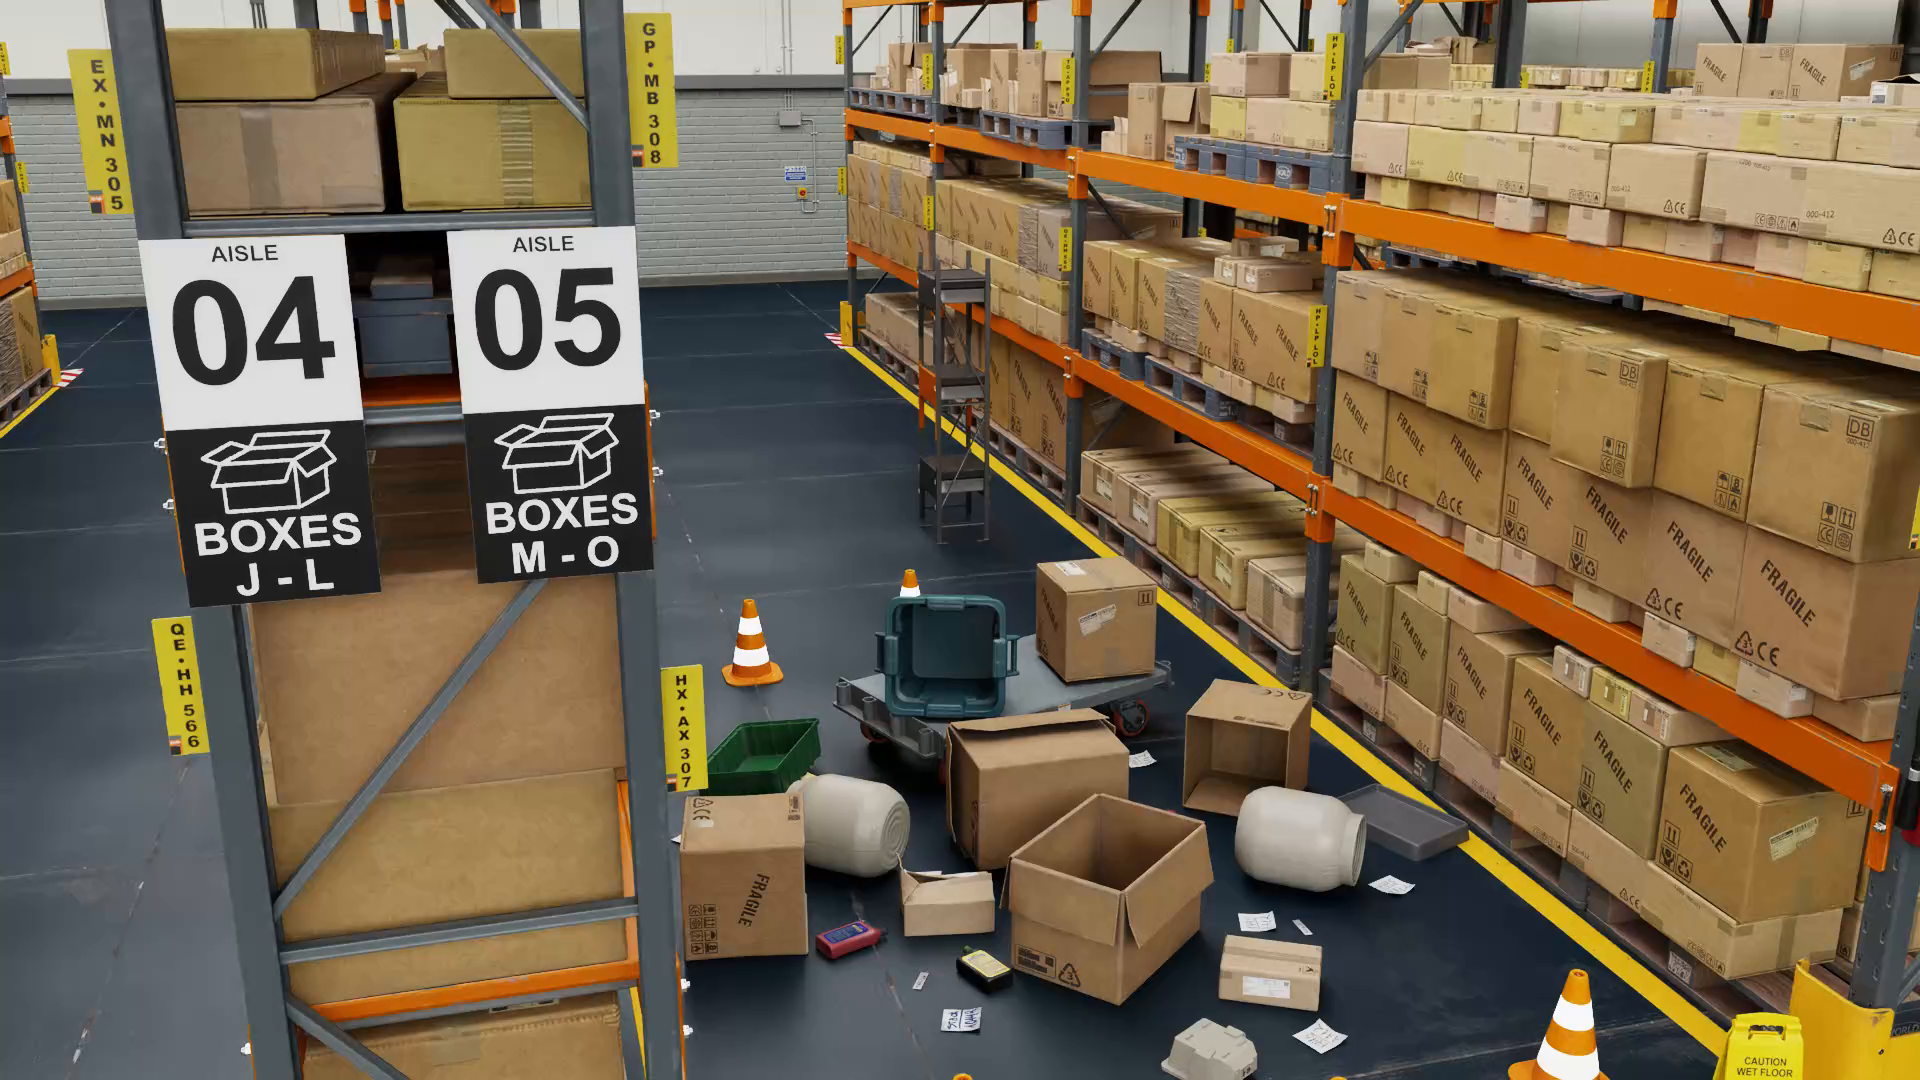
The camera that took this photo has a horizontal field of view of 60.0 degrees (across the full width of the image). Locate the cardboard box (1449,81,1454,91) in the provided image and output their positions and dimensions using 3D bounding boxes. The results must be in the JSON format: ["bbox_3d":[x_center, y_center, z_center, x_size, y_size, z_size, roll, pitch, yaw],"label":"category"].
[{"bbox_3d":[4.886,-4.413,16.250,0.380,0.149,0.250,-4,17,-14],"label":"cardboard box"}]

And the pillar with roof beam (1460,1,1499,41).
[{"bbox_3d":[1.534,-5.972,16.692,9.100,9.000,0.400,-5,17,-15],"label":"pillar with roof beam"}]

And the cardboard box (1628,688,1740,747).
[{"bbox_3d":[2.888,0.686,6.573,0.380,0.149,0.250,-4,17,-14],"label":"cardboard box"}]

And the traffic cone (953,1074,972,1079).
[{"bbox_3d":[0.012,1.912,5.282,0.336,0.463,0.334,-5,17,-15],"label":"traffic cone"}]

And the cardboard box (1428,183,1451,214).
[{"bbox_3d":[2.467,-1.643,7.931,0.380,0.149,0.250,-5,17,-15],"label":"cardboard box"}]

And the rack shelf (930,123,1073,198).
[{"bbox_3d":[0.776,-3.321,14.330,1.077,0.370,4.000,-5,17,-15],"label":"rack shelf"}]

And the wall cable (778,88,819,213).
[{"bbox_3d":[-2.445,-5.948,25.219,0.585,1.953,0.123,-5,17,-15],"label":"wall cable"}]

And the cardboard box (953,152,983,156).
[{"bbox_3d":[0.138,-4.014,17.561,0.380,0.149,0.250,-5,17,-17],"label":"cardboard box"}]

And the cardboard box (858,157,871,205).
[{"bbox_3d":[-0.866,-4.118,19.034,0.500,0.500,0.500,-5,17,-17],"label":"cardboard box"}]

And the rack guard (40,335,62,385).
[{"bbox_3d":[-10.408,-1.915,17.957,1.175,0.500,0.348,-5,17,-15],"label":"rack guard"}]

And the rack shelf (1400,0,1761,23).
[{"bbox_3d":[5.547,-4.960,15.266,1.077,0.370,4.000,-5,17,-15],"label":"rack shelf"}]

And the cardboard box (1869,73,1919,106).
[{"bbox_3d":[6.552,-2.999,11.259,0.500,0.311,0.500,-5,18,-17],"label":"cardboard box"}]

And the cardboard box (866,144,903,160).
[{"bbox_3d":[-0.850,-4.387,18.803,0.380,0.149,0.250,-5,18,-17],"label":"cardboard box"}]

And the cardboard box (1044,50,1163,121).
[{"bbox_3d":[1.077,-3.455,12.617,0.797,0.503,0.637,-6,18,-19],"label":"cardboard box"}]

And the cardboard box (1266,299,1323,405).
[{"bbox_3d":[2.077,-1.070,9.381,0.500,0.500,0.500,-5,17,-16],"label":"cardboard box"}]

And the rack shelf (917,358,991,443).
[{"bbox_3d":[-0.045,-1.038,12.306,0.431,0.518,0.480,-5,17,-15],"label":"rack shelf"}]

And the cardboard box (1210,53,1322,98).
[{"bbox_3d":[1.841,-2.805,10.025,0.500,0.250,0.500,-4,17,-14],"label":"cardboard box"}]

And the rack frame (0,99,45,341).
[{"bbox_3d":[-10.402,-3.105,17.575,1.000,3.000,0.127,-5,17,-15],"label":"rack frame"}]

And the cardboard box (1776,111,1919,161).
[{"bbox_3d":[3.025,-1.375,5.651,0.380,0.149,0.250,-5,17,-16],"label":"cardboard box"}]

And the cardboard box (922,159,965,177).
[{"bbox_3d":[-0.164,-3.680,16.448,0.380,0.149,0.250,-5,17,-16],"label":"cardboard box"}]

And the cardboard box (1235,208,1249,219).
[{"bbox_3d":[3.764,-4.206,20.984,0.500,0.250,0.500,-5,17,-15],"label":"cardboard box"}]

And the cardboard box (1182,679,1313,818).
[{"bbox_3d":[1.411,1.031,8.148,0.500,0.500,0.500,7,18,23],"label":"cardboard box"}]

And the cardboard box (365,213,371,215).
[{"bbox_3d":[-1.974,-1.026,4.971,0.380,0.149,0.250,-5,17,-15],"label":"cardboard box"}]

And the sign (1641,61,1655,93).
[{"bbox_3d":[5.575,-3.711,13.480,0.100,0.325,0.005,-5,17,-15],"label":"sign"}]

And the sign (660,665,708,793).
[{"bbox_3d":[-0.672,0.462,4.059,0.100,0.325,0.005,-5,17,-15],"label":"sign"}]

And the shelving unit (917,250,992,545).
[{"bbox_3d":[-0.045,-1.051,12.302,0.431,2.100,0.503,-5,17,-15],"label":"shelving unit"}]

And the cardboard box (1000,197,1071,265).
[{"bbox_3d":[0.653,-2.604,13.995,0.500,0.500,0.500,-5,17,-15],"label":"cardboard box"}]

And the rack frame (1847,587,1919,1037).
[{"bbox_3d":[3.527,0.537,5.451,0.949,2.616,0.053,-5,17,-15],"label":"rack frame"}]

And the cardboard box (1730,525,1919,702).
[{"bbox_3d":[3.110,0.218,5.820,0.500,0.500,0.500,-5,17,-16],"label":"cardboard box"}]

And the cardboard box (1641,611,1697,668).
[{"bbox_3d":[2.890,0.368,6.449,0.380,0.149,0.250,-4,17,-14],"label":"cardboard box"}]

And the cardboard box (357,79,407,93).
[{"bbox_3d":[-2.023,-1.330,5.291,0.500,0.250,0.500,-5,17,-15],"label":"cardboard box"}]

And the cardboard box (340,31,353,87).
[{"bbox_3d":[-1.904,-1.338,4.625,0.380,0.149,0.250,-5,17,-15],"label":"cardboard box"}]

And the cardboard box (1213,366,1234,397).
[{"bbox_3d":[1.784,-0.984,10.219,0.380,0.149,0.250,-5,17,-15],"label":"cardboard box"}]

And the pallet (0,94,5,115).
[{"bbox_3d":[-10.188,-4.295,16.476,1.003,0.211,1.213,-5,17,-15],"label":"pallet"}]

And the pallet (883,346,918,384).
[{"bbox_3d":[-0.246,-2.001,18.748,1.003,0.211,1.213,-5,17,-15],"label":"pallet"}]

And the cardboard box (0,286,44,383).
[{"bbox_3d":[-10.149,-2.118,17.252,0.875,0.875,0.875,-5,17,-15],"label":"cardboard box"}]

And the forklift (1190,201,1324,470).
[{"bbox_3d":[2.702,-1.999,14.013,1.130,2.935,3.031,-5,17,-16],"label":"forklift"}]

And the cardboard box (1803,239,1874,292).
[{"bbox_3d":[3.057,-0.922,5.530,0.380,0.149,0.250,-5,17,-15],"label":"cardboard box"}]

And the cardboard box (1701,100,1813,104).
[{"bbox_3d":[3.234,-1.699,6.730,0.380,0.149,0.250,-4,17,-14],"label":"cardboard box"}]

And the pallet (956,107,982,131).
[{"bbox_3d":[0.526,-3.877,15.265,0.805,0.209,1.217,-5,18,-17],"label":"pallet"}]

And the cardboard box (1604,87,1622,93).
[{"bbox_3d":[5.716,-3.777,14.166,0.380,0.149,0.250,-5,17,-17],"label":"cardboard box"}]

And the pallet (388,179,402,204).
[{"bbox_3d":[-2.092,-1.317,6.563,1.003,0.211,1.213,-5,17,-15],"label":"pallet"}]

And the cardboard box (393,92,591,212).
[{"bbox_3d":[-1.093,-0.954,4.039,0.500,0.250,0.500,-5,17,-15],"label":"cardboard box"}]

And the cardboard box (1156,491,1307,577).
[{"bbox_3d":[1.885,-0.048,11.234,0.950,0.372,0.625,-4,17,-13],"label":"cardboard box"}]

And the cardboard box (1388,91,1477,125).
[{"bbox_3d":[2.297,-2.085,8.016,0.380,0.149,0.250,-4,17,-14],"label":"cardboard box"}]

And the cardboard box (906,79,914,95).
[{"bbox_3d":[-0.330,-4.572,16.777,0.380,0.149,0.250,-4,17,-14],"label":"cardboard box"}]

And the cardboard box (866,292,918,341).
[{"bbox_3d":[-0.596,-2.688,19.910,0.875,0.438,0.875,-5,18,-17],"label":"cardboard box"}]

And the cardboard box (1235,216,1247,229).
[{"bbox_3d":[3.725,-4.049,21.155,0.380,0.149,0.250,-5,17,-16],"label":"cardboard box"}]

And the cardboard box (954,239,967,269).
[{"bbox_3d":[0.246,-2.664,15.498,0.500,0.250,0.500,-4,17,-14],"label":"cardboard box"}]

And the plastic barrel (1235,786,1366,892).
[{"bbox_3d":[1.501,1.319,7.324,0.512,0.421,0.421,7,18,23],"label":"plastic barrel"}]

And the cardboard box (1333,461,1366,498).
[{"bbox_3d":[2.203,-0.337,8.795,0.380,0.149,0.250,-5,17,-16],"label":"cardboard box"}]

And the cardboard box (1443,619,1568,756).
[{"bbox_3d":[2.627,0.663,7.779,0.500,0.500,0.500,-4,17,-12],"label":"cardboard box"}]
